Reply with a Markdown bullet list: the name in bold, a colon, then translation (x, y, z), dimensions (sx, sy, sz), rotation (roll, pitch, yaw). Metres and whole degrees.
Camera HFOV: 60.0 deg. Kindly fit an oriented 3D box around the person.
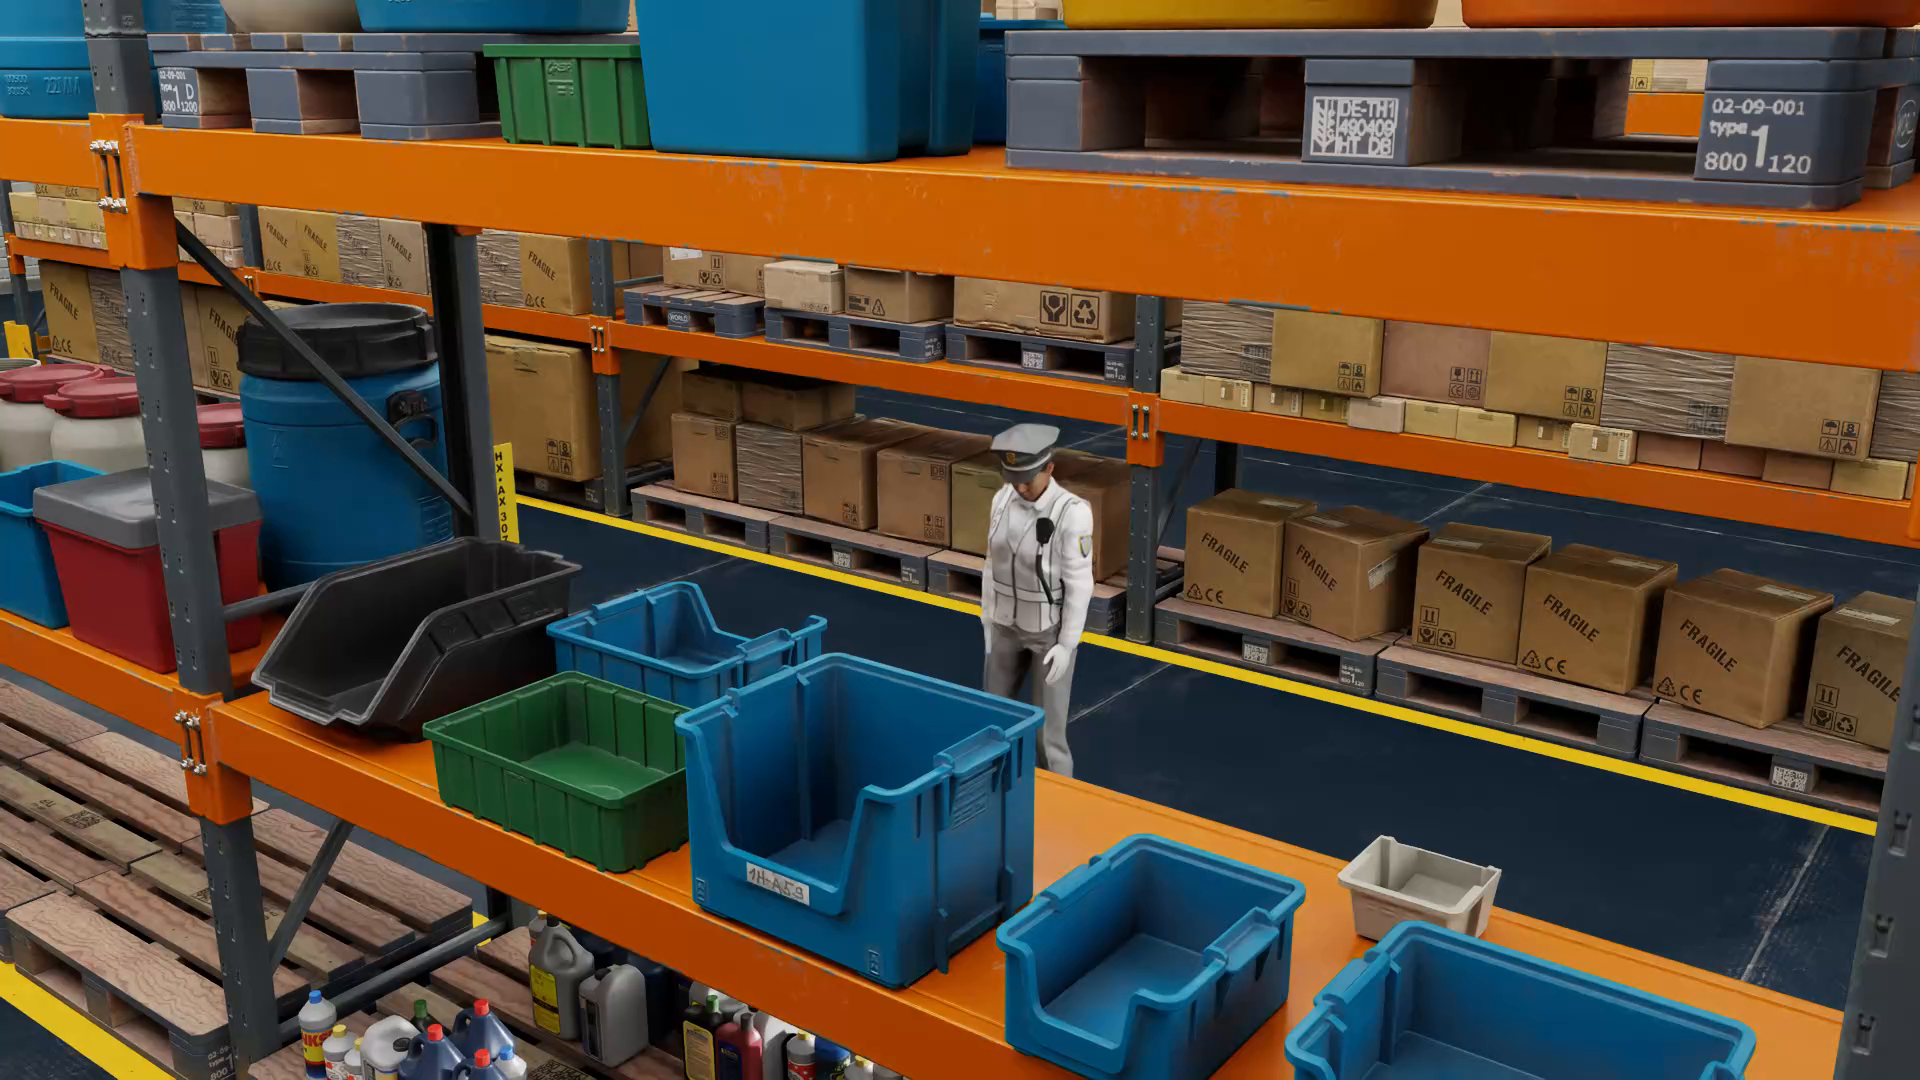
- **person**: translation (0.282, 0.371, 6.346), dimensions (0.485, 1.653, 0.381), rotation (13, 21, 36)
